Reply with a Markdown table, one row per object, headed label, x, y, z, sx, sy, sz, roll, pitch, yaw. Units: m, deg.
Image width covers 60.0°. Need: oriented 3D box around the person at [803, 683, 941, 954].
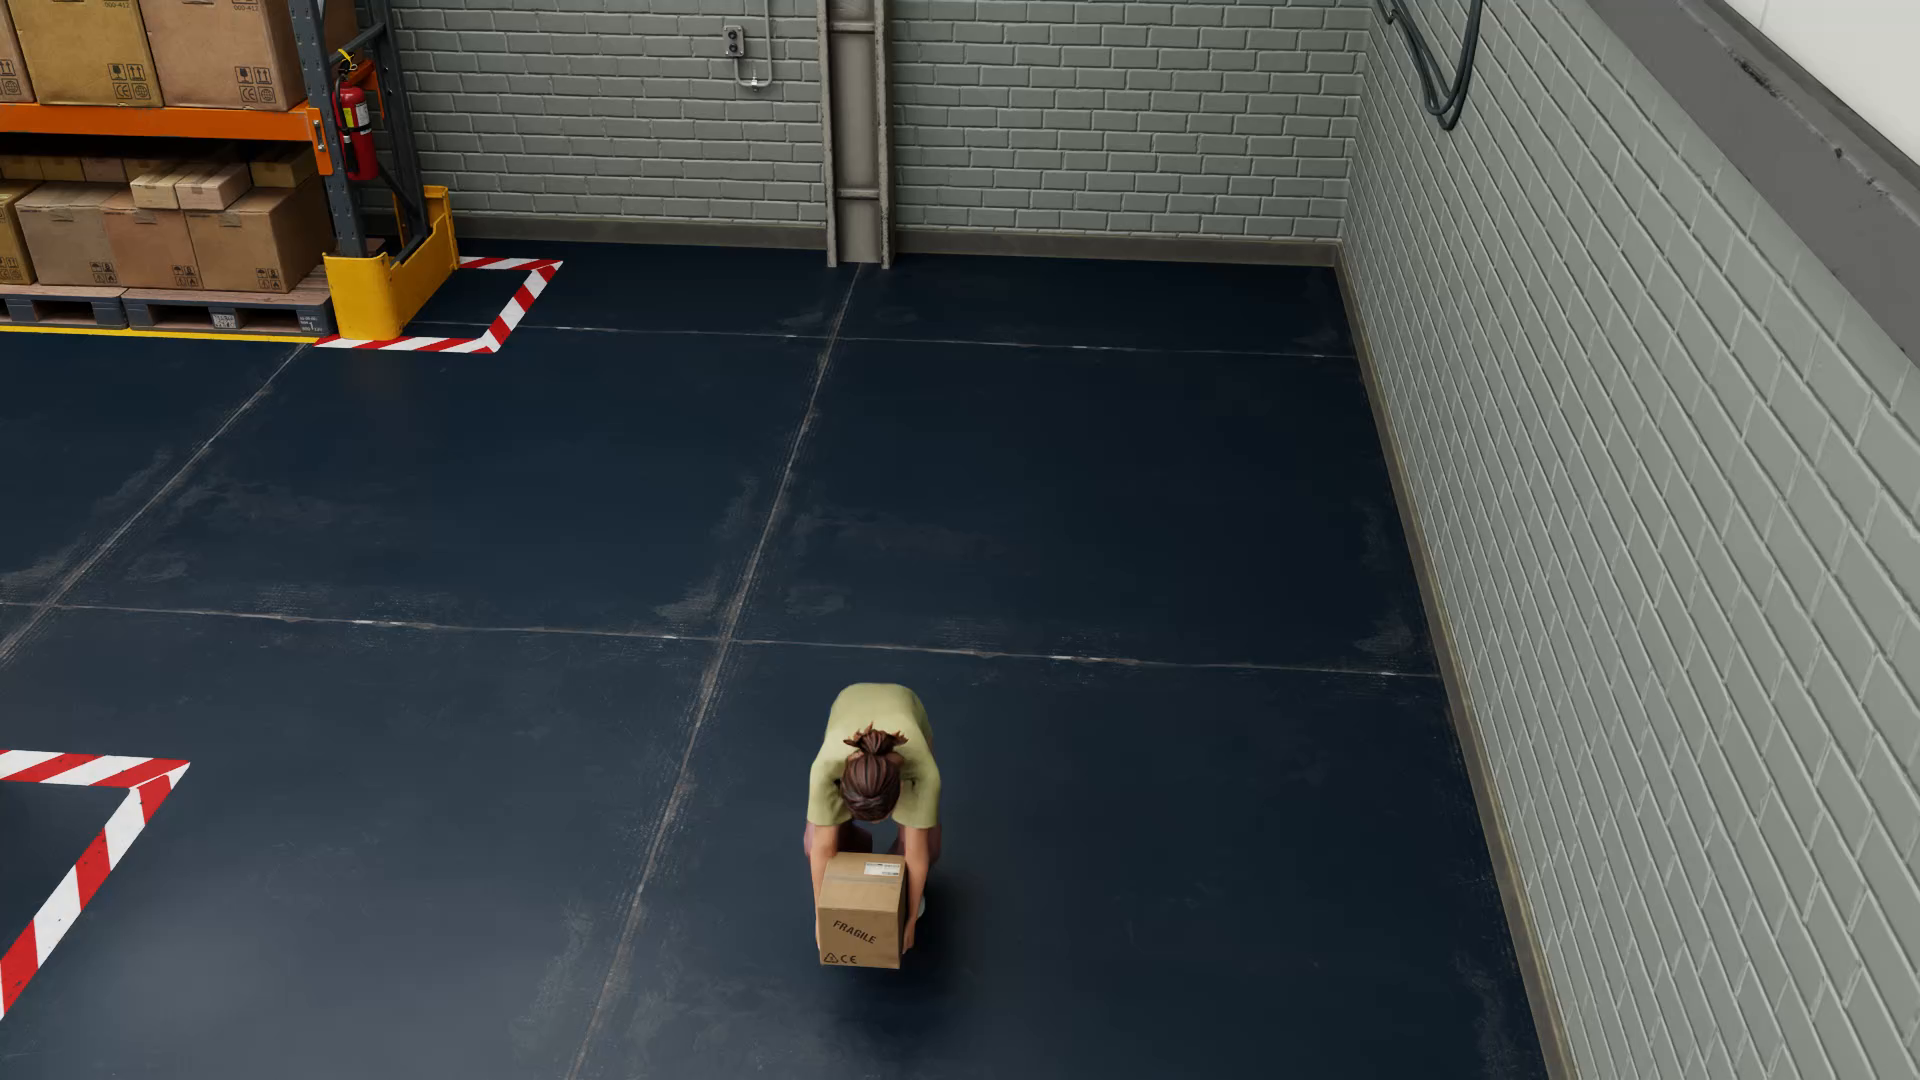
| label | x | y | z | sx | sy | sz | roll | pitch | yaw |
| --- | --- | --- | --- | --- | --- | --- | --- | --- | --- |
| person | -0.281 | 0.876 | 5.446 | 0.455 | 0.929 | 0.835 | 2 | 32 | 3 |
